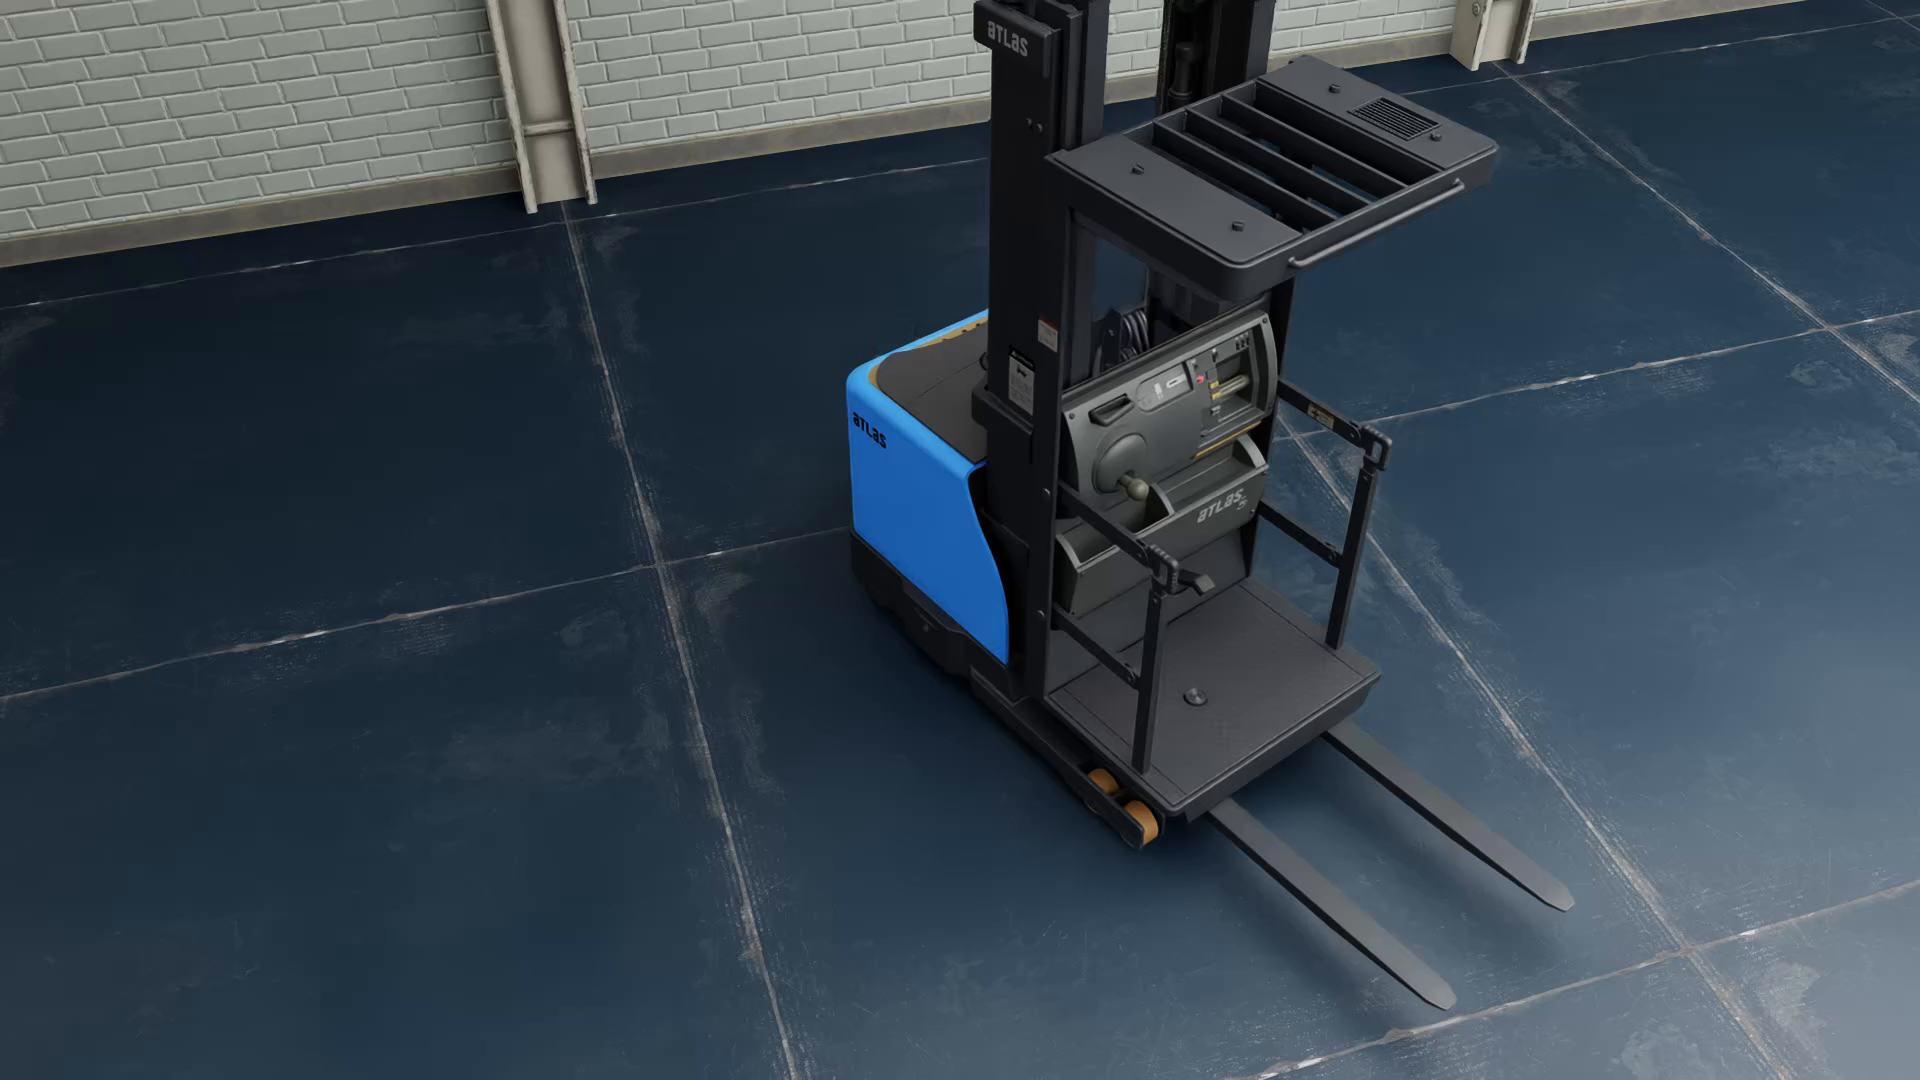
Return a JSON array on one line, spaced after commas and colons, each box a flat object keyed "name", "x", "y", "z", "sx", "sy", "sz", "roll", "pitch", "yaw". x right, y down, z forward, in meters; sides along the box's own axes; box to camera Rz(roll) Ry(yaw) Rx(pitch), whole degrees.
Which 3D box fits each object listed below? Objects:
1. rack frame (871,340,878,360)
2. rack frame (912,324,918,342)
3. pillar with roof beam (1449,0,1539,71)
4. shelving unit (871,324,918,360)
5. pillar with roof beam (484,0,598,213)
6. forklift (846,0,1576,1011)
[{"name": "rack frame", "x": -0.293, "y": -0.418, "z": 7.044, "sx": 0.006, "sy": 0.900, "sz": 0.240, "roll": -25, "pitch": 47, "yaw": -26}, {"name": "rack frame", "x": -0.126, "y": -0.494, "z": 7.132, "sx": 0.006, "sy": 0.900, "sz": 0.240, "roll": -25, "pitch": 47, "yaw": -26}, {"name": "pillar with roof beam", "x": 4.725, "y": -3.845, "z": 4.811, "sx": 0.400, "sy": 9.000, "sz": 9.100, "roll": -12, "pitch": 42, "yaw": -13}, {"name": "shelving unit", "x": -0.209, "y": -0.456, "z": 7.088, "sx": 0.210, "sy": 0.900, "sz": 0.258, "roll": -25, "pitch": 47, "yaw": -26}, {"name": "pillar with roof beam", "x": -0.998, "y": -2.659, "z": 3.454, "sx": 0.400, "sy": 9.000, "sz": 9.100, "roll": -12, "pitch": 42, "yaw": -13}, {"name": "forklift", "x": 0.852, "y": -0.375, "z": 5.451, "sx": 1.130, "sy": 2.935, "sz": 3.031, "roll": -27, "pitch": 48, "yaw": -28}]
